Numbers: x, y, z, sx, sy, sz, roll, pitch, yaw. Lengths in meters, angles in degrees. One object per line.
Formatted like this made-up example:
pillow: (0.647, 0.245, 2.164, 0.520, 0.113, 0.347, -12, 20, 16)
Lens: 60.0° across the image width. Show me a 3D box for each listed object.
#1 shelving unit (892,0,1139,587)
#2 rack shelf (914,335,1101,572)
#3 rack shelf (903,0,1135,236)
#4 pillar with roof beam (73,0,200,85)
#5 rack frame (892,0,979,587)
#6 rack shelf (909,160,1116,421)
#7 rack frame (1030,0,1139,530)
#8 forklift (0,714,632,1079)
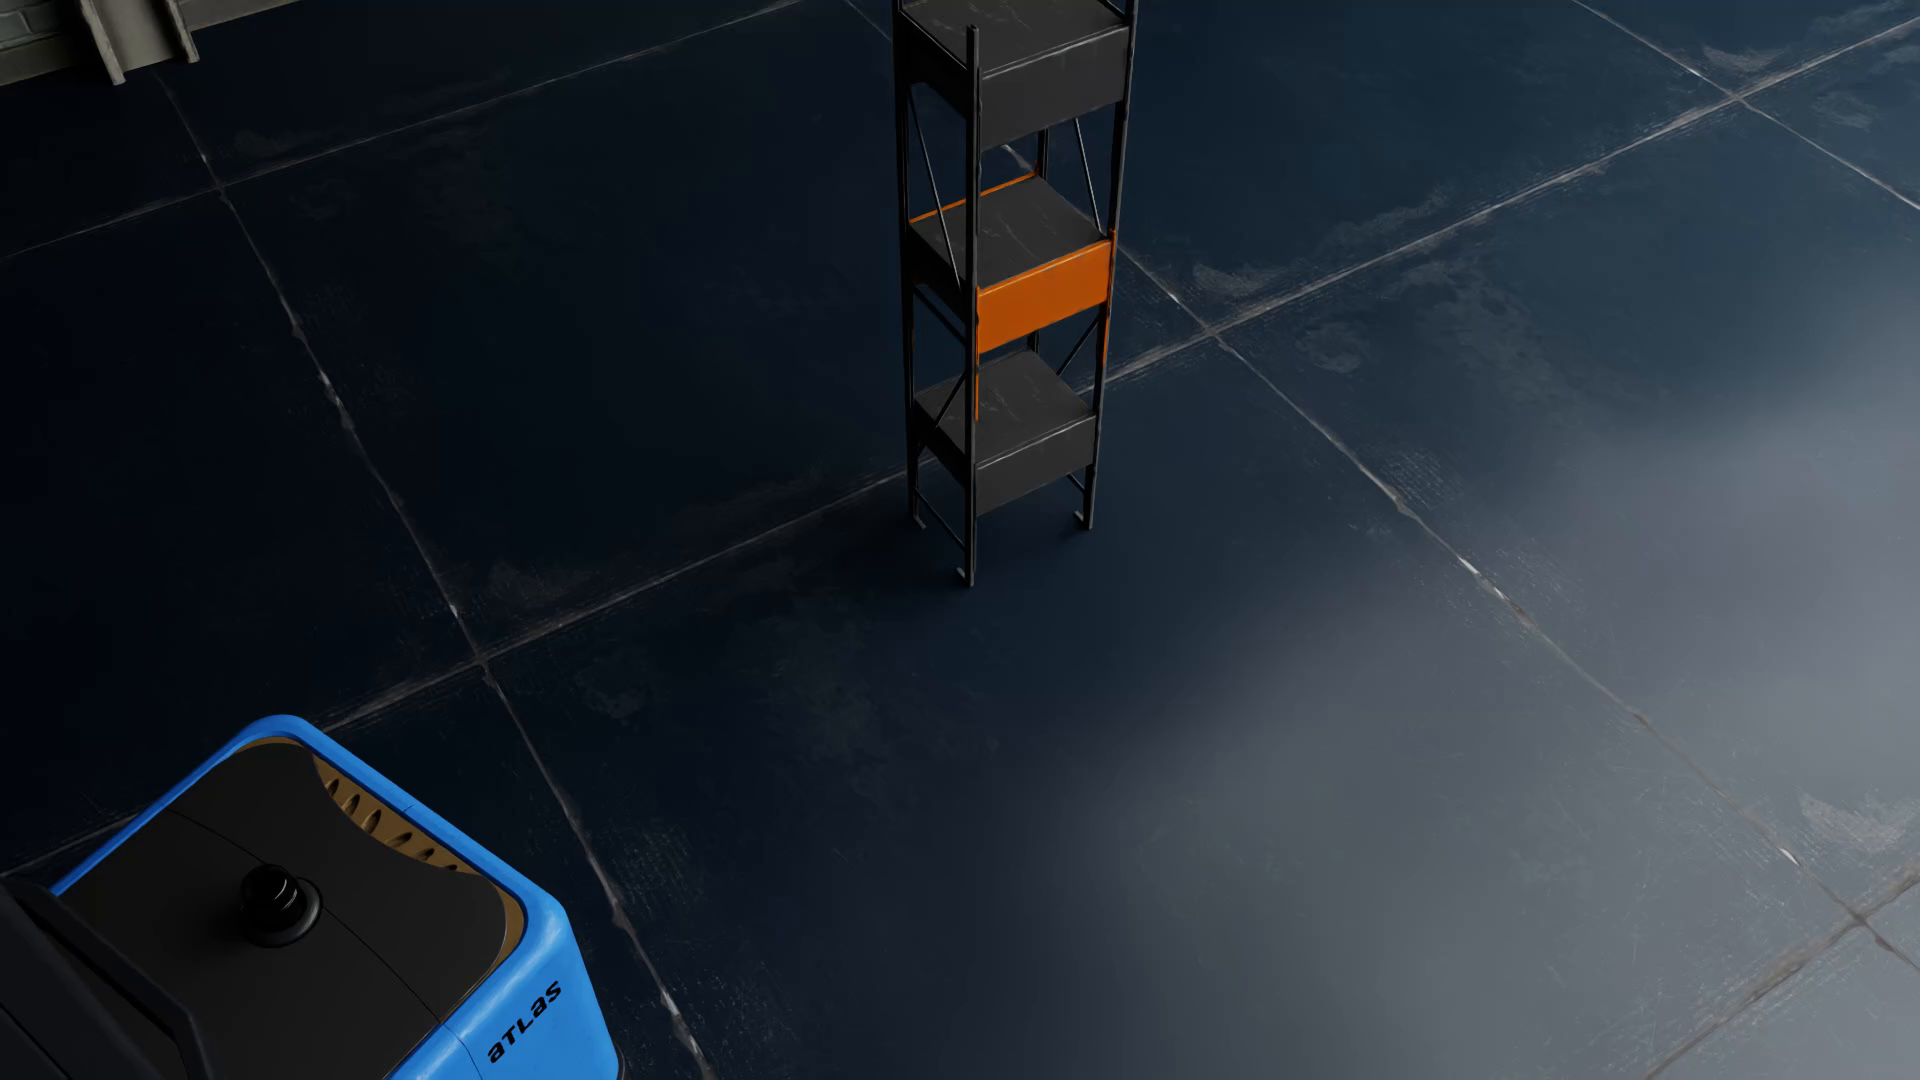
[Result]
shelving unit: (0.140, -0.764, 5.025, 0.503, 2.100, 0.431, -25, 53, -21)
rack shelf: (0.140, -0.290, 5.558, 0.480, 0.518, 0.431, -25, 53, -21)
rack shelf: (0.140, -1.221, 4.512, 0.480, 0.518, 0.431, -25, 53, -21)
pillar with roof beam: (-1.487, -2.525, 1.973, 0.400, 9.000, 9.100, -25, 53, -21)
rack frame: (-0.066, -0.667, 4.938, 0.015, 2.100, 0.400, -25, 53, -21)
rack shelf: (0.140, -0.755, 5.035, 0.480, 0.518, 0.431, -25, 53, -21)
rack frame: (0.346, -0.861, 5.111, 0.015, 2.100, 0.400, -25, 53, -21)
forklift: (-2.099, 1.238, 2.685, 1.130, 2.935, 3.031, 28, 54, 23)
